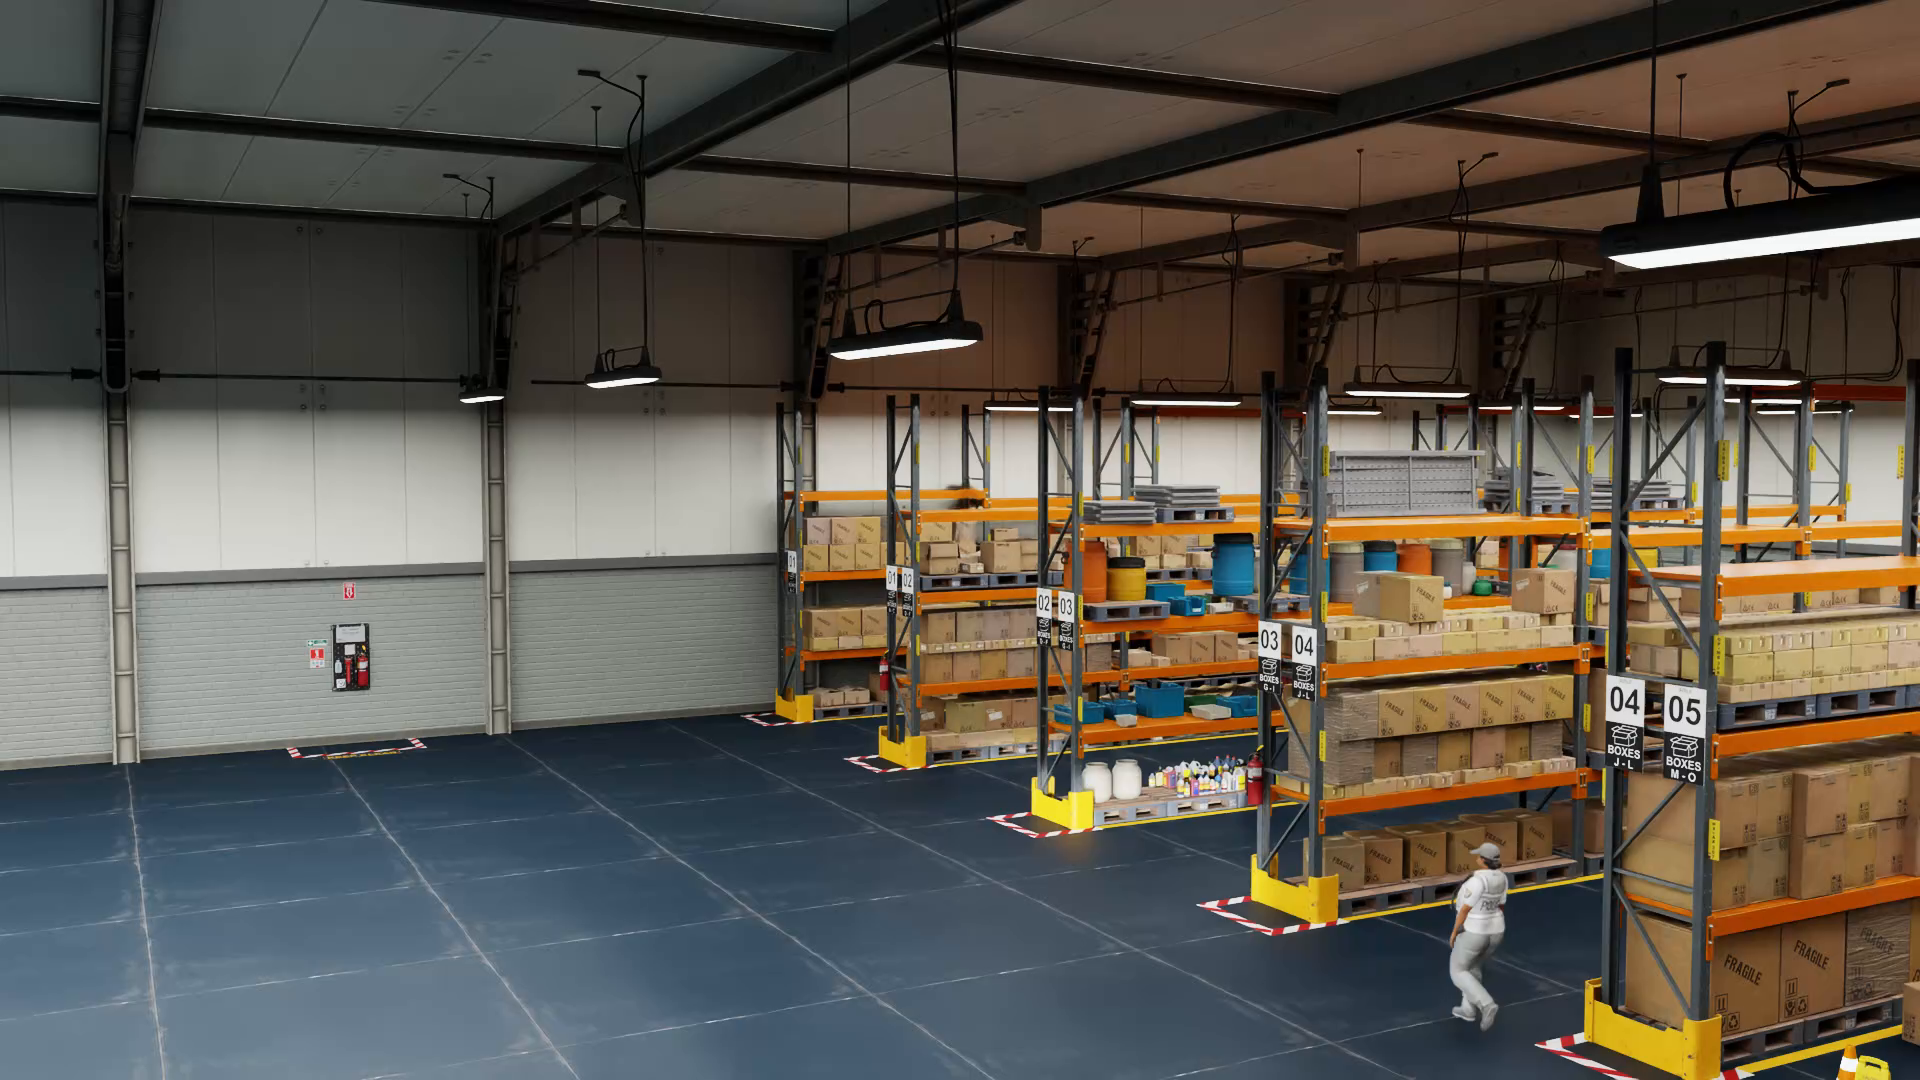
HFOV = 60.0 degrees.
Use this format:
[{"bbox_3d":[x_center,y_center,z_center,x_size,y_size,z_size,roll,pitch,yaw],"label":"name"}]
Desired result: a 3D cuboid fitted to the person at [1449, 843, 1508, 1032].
[{"bbox_3d":[4.632,3.501,14.775,0.515,1.636,0.704,-2,4,-29],"label":"person"}]
